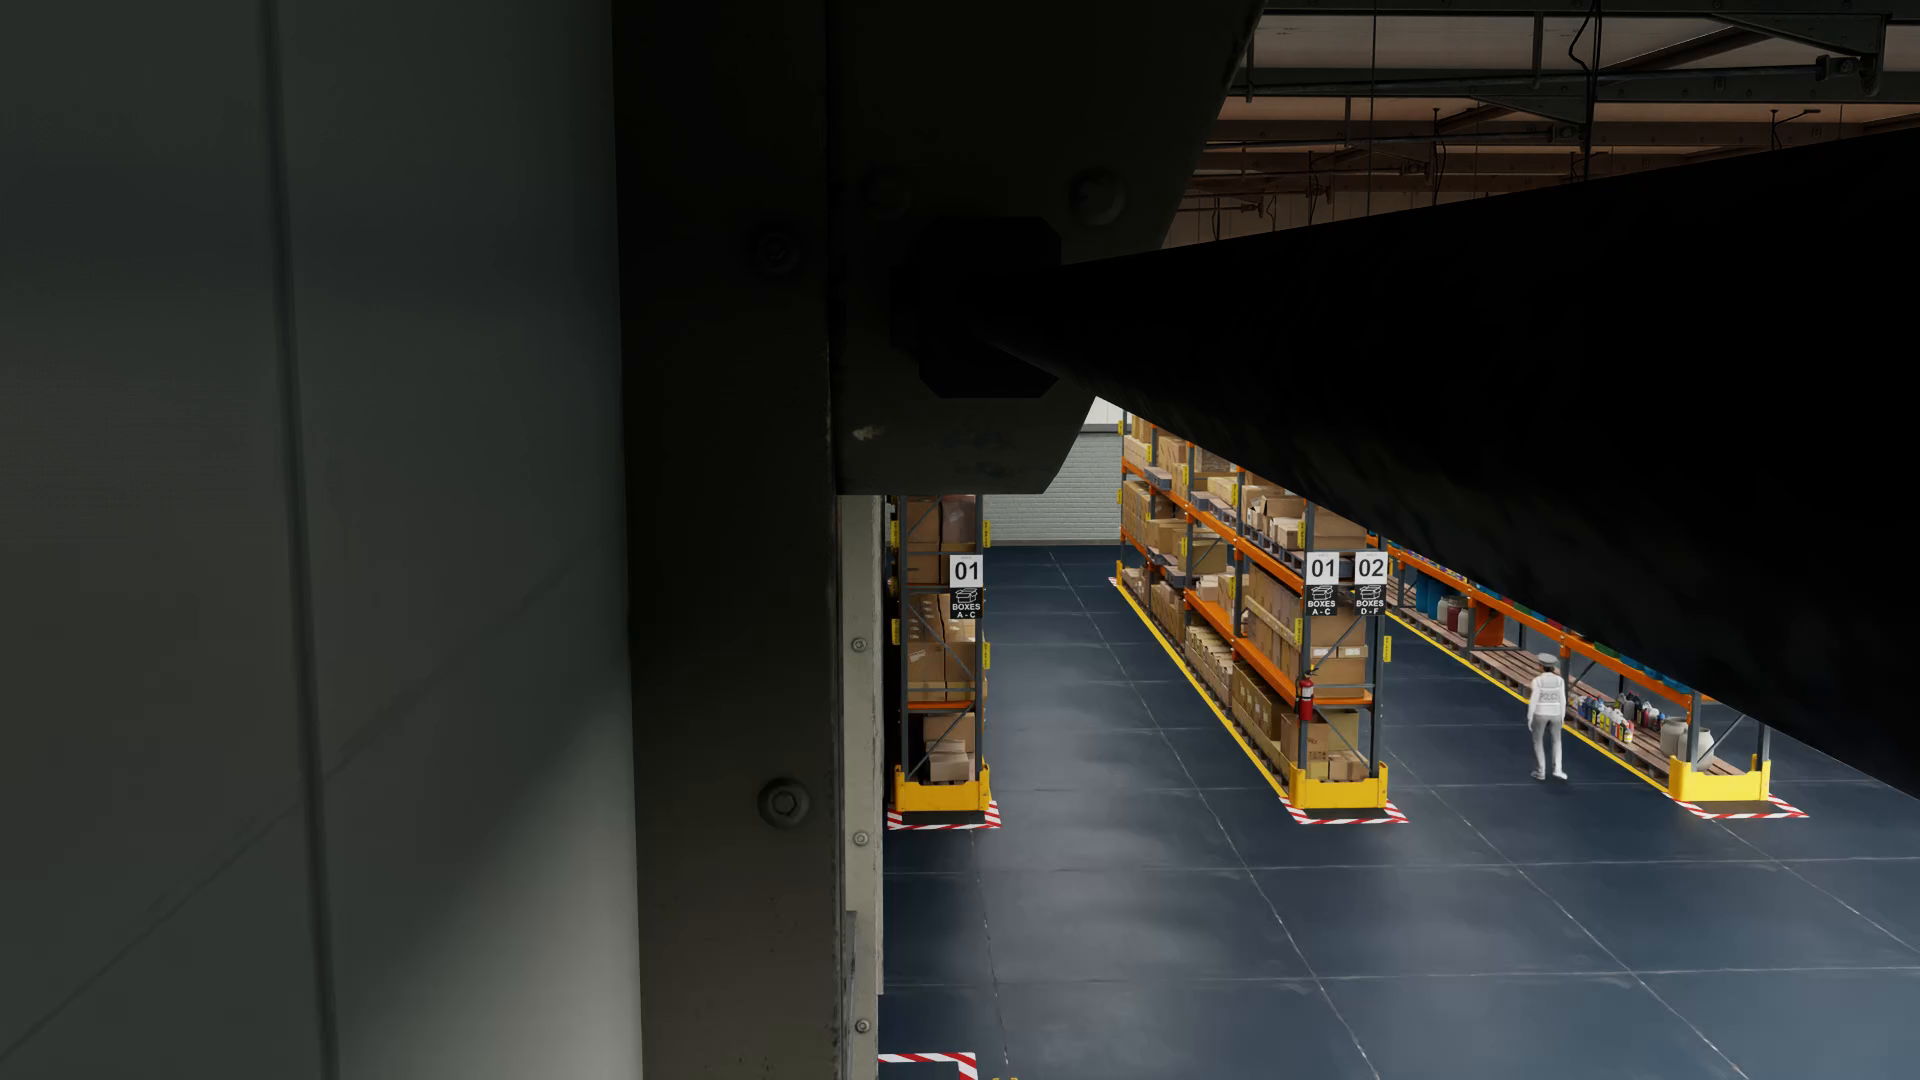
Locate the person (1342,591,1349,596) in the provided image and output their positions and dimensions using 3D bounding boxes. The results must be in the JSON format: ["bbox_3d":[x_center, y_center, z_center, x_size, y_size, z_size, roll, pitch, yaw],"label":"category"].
[{"bbox_3d":[7.200,0.921,31.479,0.621,1.580,0.679,1,9,9],"label":"person"}]

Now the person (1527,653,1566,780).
[{"bbox_3d":[7.655,2.326,21.692,0.512,1.674,0.516,0,8,-3],"label":"person"}]
